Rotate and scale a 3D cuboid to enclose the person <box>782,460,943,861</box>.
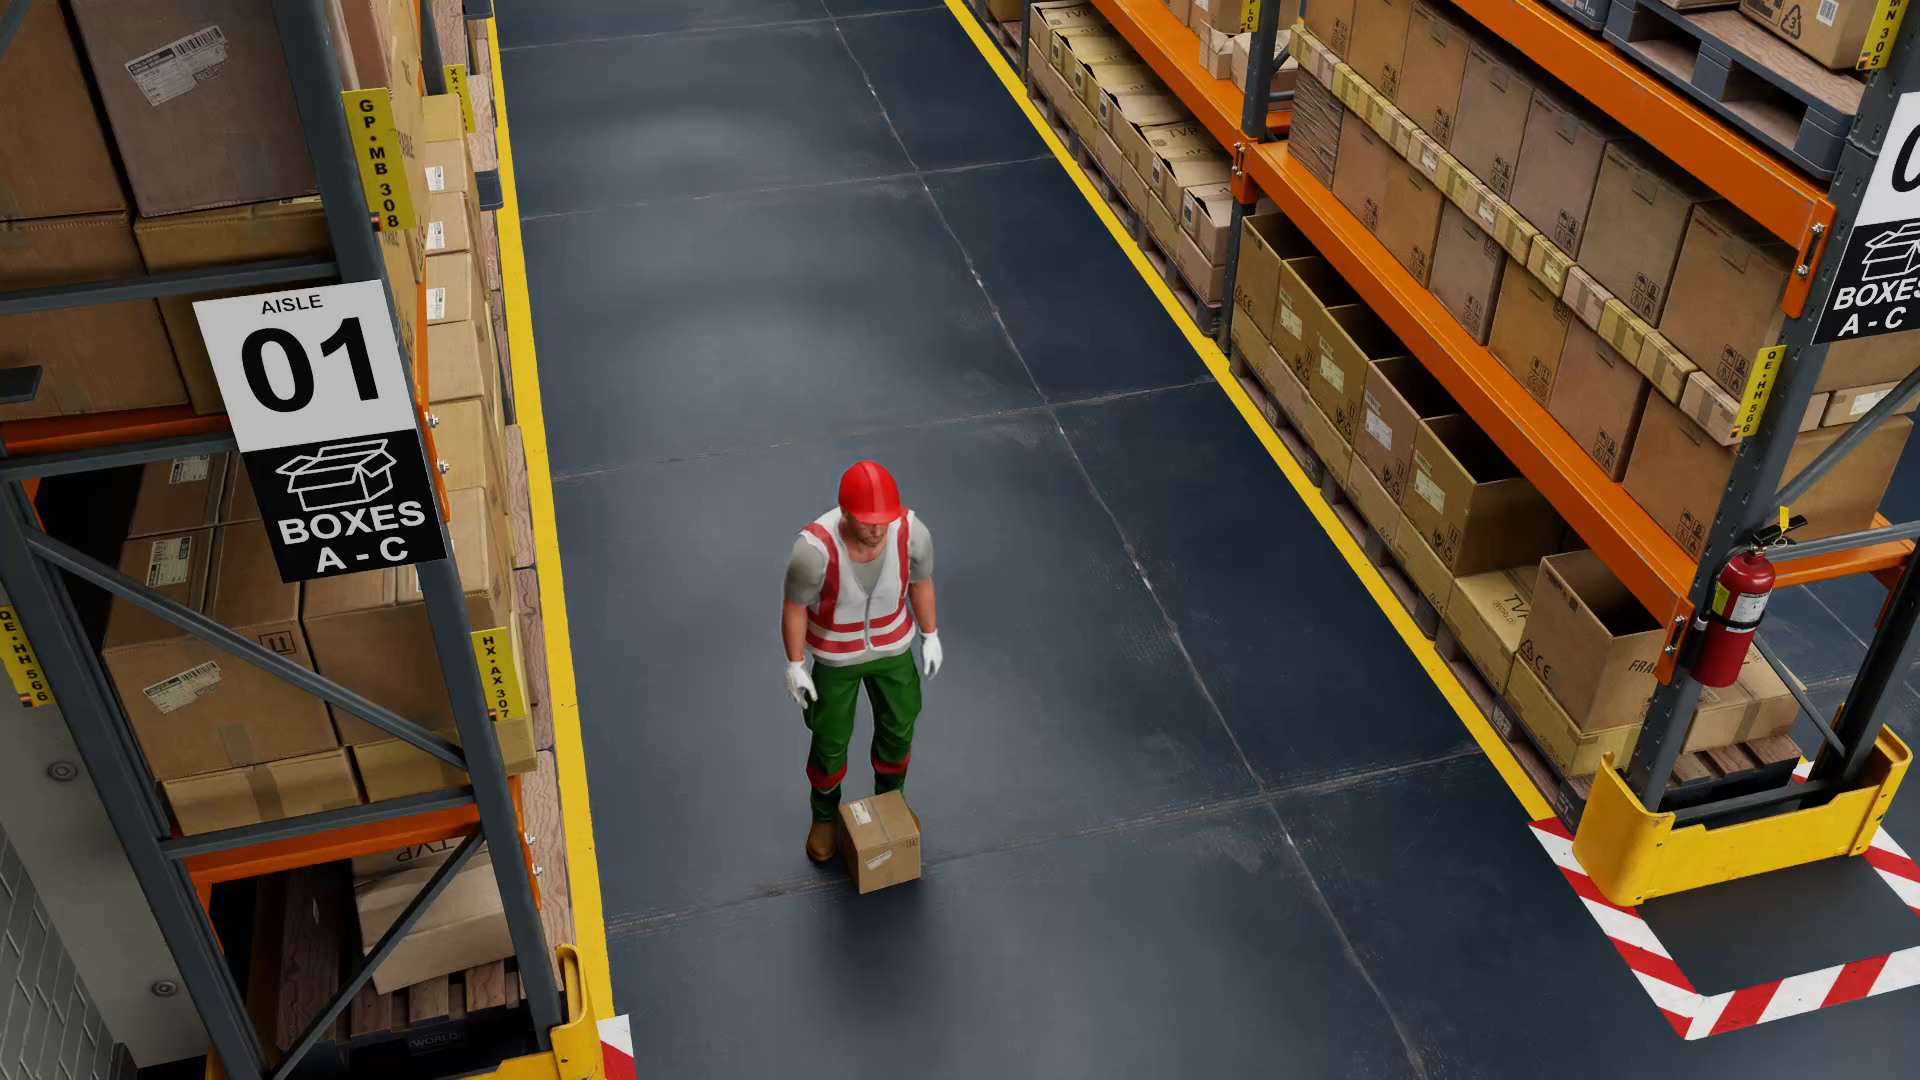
[{"bbox_3d":[-0.355,0.429,6.151,0.613,1.778,0.452,-12,39,-15],"label":"person"}]
